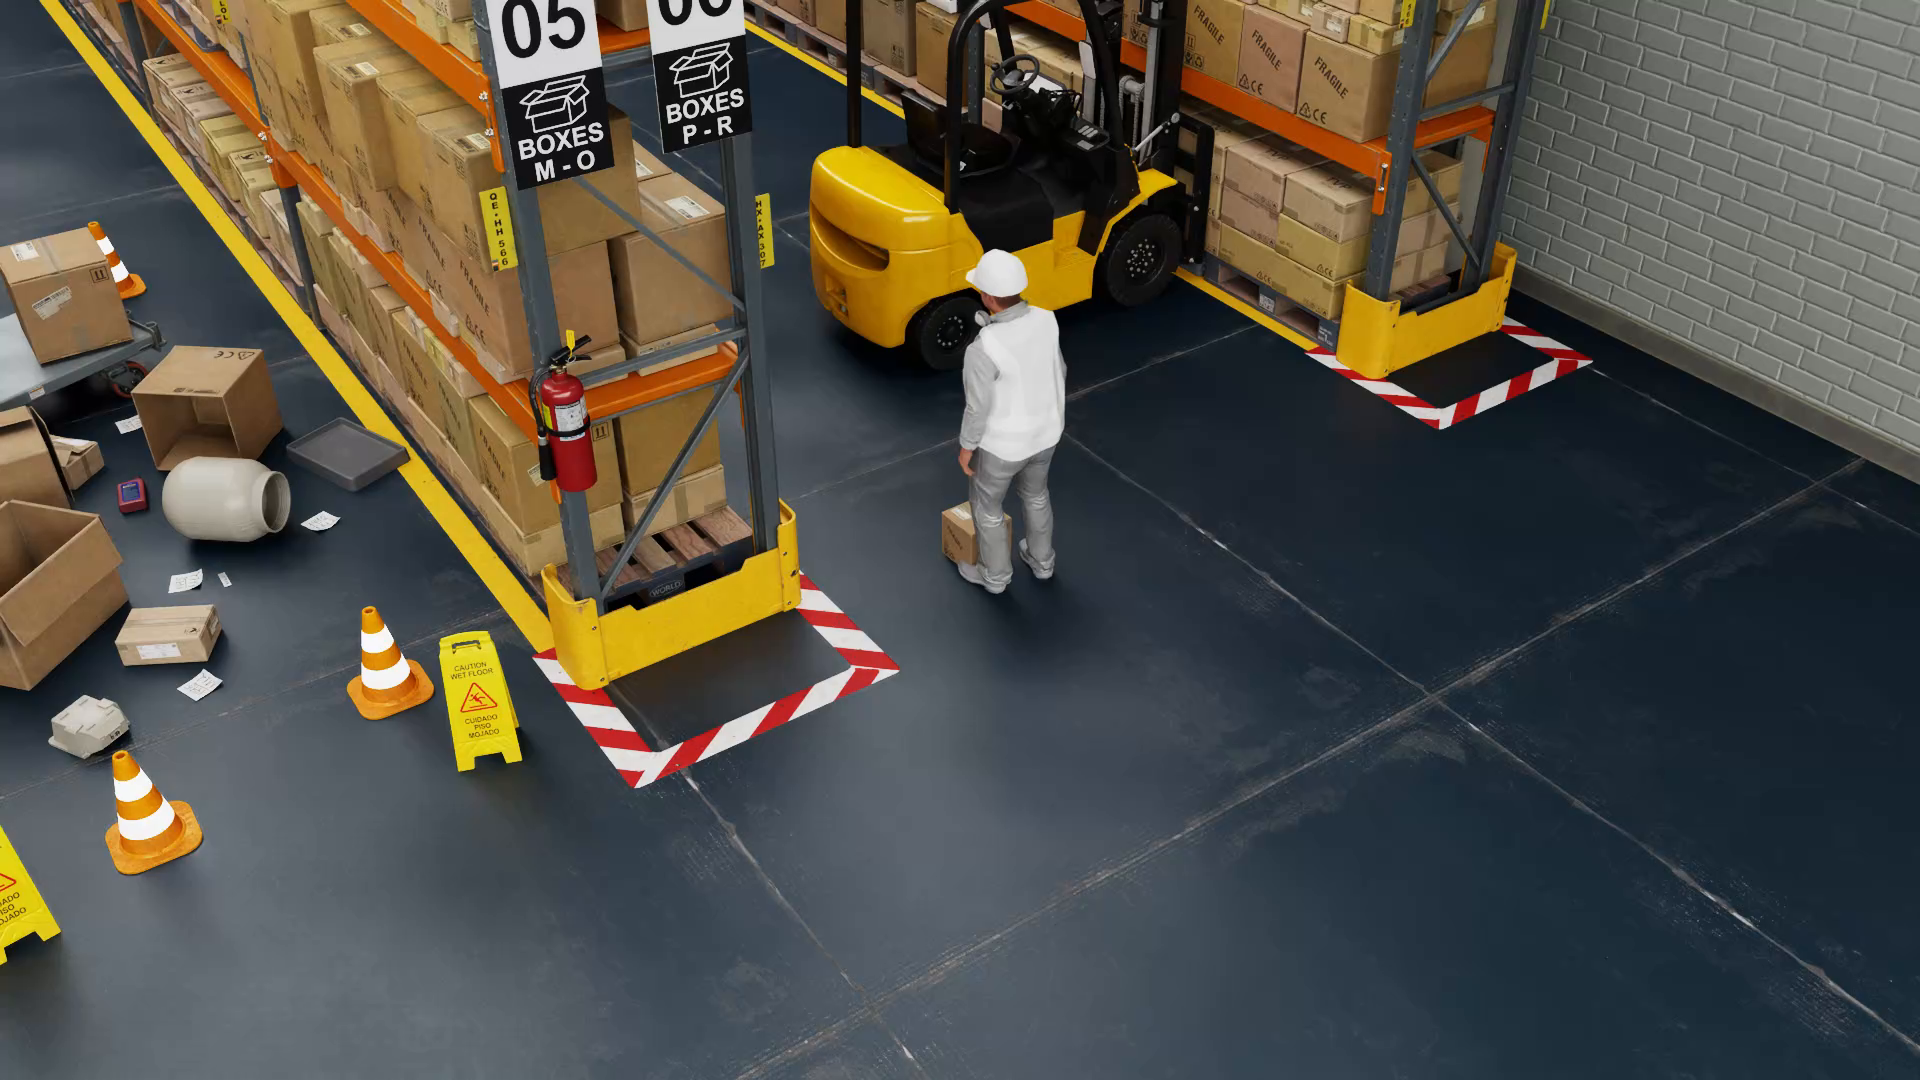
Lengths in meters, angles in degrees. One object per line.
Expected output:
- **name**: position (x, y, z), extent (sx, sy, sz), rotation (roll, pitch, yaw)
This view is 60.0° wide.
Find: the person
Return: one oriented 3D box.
- **person**: position (0.230, -0.513, 7.684), extent (0.591, 1.770, 0.476), rotation (-25, 43, -30)
